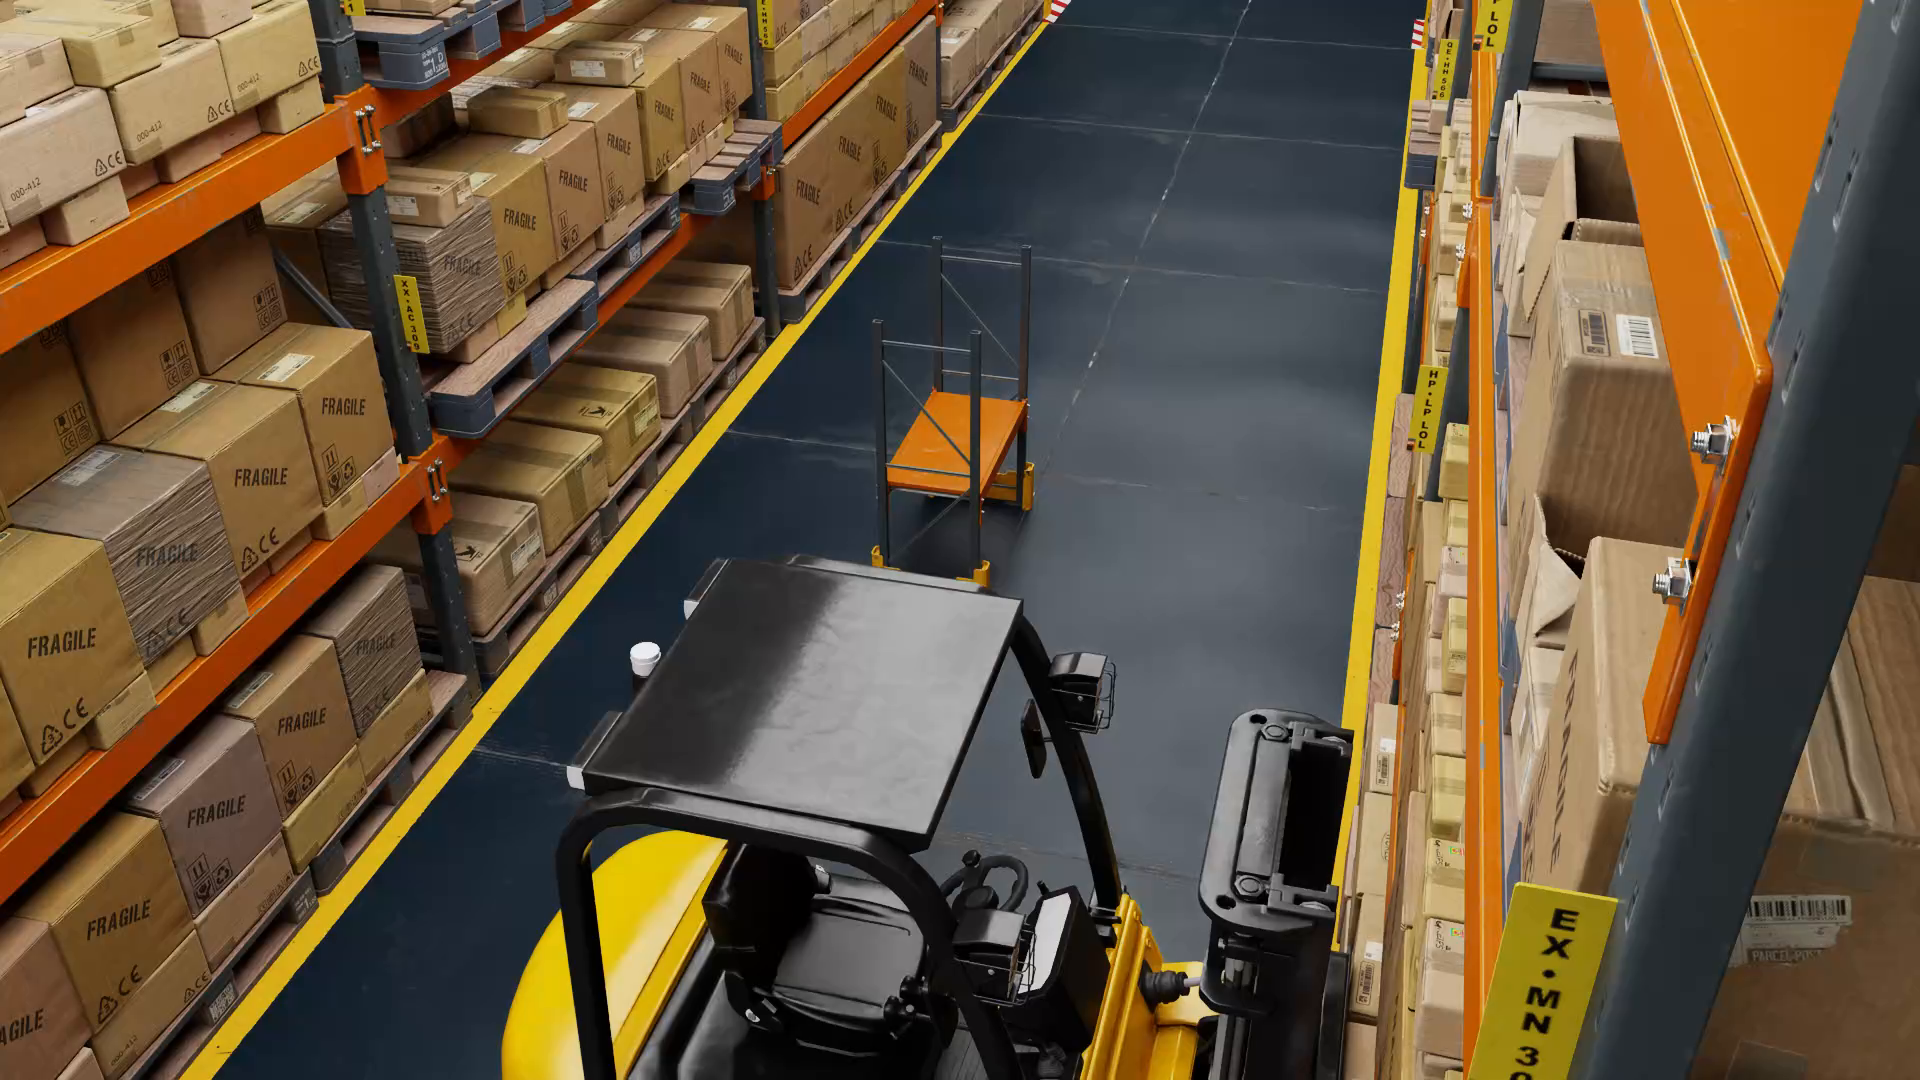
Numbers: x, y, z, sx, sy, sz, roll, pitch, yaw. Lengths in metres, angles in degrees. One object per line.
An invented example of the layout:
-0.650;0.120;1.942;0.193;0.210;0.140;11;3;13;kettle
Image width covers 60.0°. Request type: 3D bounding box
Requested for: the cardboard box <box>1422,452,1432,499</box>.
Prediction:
1.993;-0.354;6.185;0.500;0.250;0.500;7;33;11;cardboard box

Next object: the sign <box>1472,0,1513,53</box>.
1.588;-1.603;4.904;0.100;0.325;0.005;8;33;12;sign

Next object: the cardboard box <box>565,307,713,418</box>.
-2.004;-1.059;9.678;0.950;0.372;0.625;7;33;11;cardboard box

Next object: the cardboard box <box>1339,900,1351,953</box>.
1.559;1.538;5.707;0.500;0.250;0.500;7;33;11;cardboard box

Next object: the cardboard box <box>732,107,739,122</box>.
-1.527;-2.536;9.785;0.380;0.149;0.250;9;34;14;cardboard box

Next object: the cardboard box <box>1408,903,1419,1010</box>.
1.219;0.956;3.753;0.380;0.149;0.250;8;33;13;cardboard box

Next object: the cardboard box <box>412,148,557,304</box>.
-2.164;-1.400;7.394;0.500;0.500;0.500;8;33;13;cardboard box

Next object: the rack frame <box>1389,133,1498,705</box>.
2.116;0.083;5.823;1.000;3.000;0.127;8;33;12;rack frame

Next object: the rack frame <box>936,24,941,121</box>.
-0.656;-4.742;13.414;1.000;3.000;0.127;8;33;12;rack frame

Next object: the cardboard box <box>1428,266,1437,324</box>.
2.525;-1.204;7.987;0.500;0.250;0.500;7;33;11;cardboard box

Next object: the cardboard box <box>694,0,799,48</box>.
-1.310;-3.353;10.204;0.500;0.500;0.500;7;33;11;cardboard box

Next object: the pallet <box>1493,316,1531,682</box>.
1.613;-0.068;3.348;1.003;0.211;1.213;8;33;12;pallet

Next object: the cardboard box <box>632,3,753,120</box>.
-1.518;-2.738;9.499;0.500;0.500;0.500;7;33;11;cardboard box

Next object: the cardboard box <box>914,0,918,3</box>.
-0.526;-4.412;13.034;0.500;0.250;0.500;7;33;11;cardboard box

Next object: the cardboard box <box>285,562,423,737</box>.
-2.577;0.419;6.767;0.500;0.500;0.500;8;33;12;cardboard box

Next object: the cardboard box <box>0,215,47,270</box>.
-2.894;-0.890;4.793;0.380;0.149;0.250;9;33;13;cardboard box

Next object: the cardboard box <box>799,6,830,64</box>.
-1.172;-3.312;10.837;0.500;0.250;0.500;9;33;14;cardboard box

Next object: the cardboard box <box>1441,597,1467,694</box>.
1.508;0.306;4.497;0.380;0.149;0.250;8;33;12;cardboard box

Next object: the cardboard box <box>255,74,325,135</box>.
-2.471;-1.545;5.823;0.380;0.149;0.250;8;33;13;cardboard box

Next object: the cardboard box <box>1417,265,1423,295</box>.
3.297;-1.894;10.872;0.500;0.500;0.500;9;34;14;cardboard box

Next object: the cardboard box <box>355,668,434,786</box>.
-2.577;0.736;6.968;0.500;0.250;0.500;10;34;15;cardboard box

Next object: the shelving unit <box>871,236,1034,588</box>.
-0.019;-0.593;8.285;0.587;1.500;1.083;8;33;12;shelving unit

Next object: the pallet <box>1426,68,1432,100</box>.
4.629;-3.883;14.661;1.003;0.211;1.213;8;33;12;pallet

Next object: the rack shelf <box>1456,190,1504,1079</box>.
1.608;0.159;3.579;1.077;0.370;4.000;8;33;12;rack shelf

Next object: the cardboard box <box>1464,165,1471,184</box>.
2.569;-1.636;7.830;0.380;0.149;0.250;8;33;13;cardboard box

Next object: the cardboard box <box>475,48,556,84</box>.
-2.263;-2.262;8.750;0.500;0.500;0.500;9;33;13;cardboard box

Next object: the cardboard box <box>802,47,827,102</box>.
-1.191;-3.092;10.957;0.500;0.250;0.500;7;33;11;cardboard box

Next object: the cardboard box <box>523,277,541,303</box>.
-2.171;-1.192;7.671;0.380;0.149;0.250;10;34;15;cardboard box

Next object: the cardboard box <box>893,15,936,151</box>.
-0.736;-3.690;13.348;0.875;0.875;0.875;9;34;14;cardboard box

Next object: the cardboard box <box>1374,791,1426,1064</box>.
1.359;1.029;4.242;0.500;0.500;0.500;8;33;13;cardboard box

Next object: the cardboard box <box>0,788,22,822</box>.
-3.068;0.774;4.971;0.380;0.149;0.250;9;34;14;cardboard box

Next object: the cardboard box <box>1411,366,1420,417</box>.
2.959;-0.846;9.107;0.875;0.625;0.625;9;34;14;cardboard box

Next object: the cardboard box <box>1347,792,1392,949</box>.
1.550;1.117;5.437;0.500;0.250;0.500;8;33;12;cardboard box

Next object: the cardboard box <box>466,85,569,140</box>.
-2.049;-1.983;7.707;0.380;0.149;0.250;10;34;15;cardboard box

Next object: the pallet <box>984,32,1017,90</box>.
-0.080;-4.584;15.765;1.003;0.211;1.213;8;33;12;pallet

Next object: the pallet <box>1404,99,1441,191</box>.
3.235;-2.273;9.708;1.213;0.211;1.003;8;33;12;pallet

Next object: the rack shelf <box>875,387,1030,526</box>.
-0.022;-0.437;8.374;0.538;0.185;1.000;8;33;12;rack shelf

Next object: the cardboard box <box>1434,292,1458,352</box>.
2.087;-0.851;6.595;0.380;0.149;0.250;7;33;11;cardboard box

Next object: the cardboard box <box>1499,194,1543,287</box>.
1.513;-0.706;4.018;0.380;0.149;0.250;9;34;14;cardboard box

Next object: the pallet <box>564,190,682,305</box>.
-2.134;-1.553;8.575;1.003;0.211;1.213;8;33;12;pallet

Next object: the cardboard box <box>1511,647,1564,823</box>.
1.017;0.308;2.423;0.380;0.149;0.250;7;33;11;cardboard box

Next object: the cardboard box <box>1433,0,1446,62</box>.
3.476;-3.391;10.804;0.700;0.500;0.500;8;33;12;cardboard box

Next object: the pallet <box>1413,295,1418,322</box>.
3.357;-1.198;10.438;1.003;0.211;1.213;8;33;12;pallet

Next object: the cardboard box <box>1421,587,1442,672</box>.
1.543;0.288;4.803;0.380;0.149;0.250;9;33;13;cardboard box

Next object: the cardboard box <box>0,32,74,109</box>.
-2.805;-1.350;4.773;0.380;0.149;0.250;7;33;11;cardboard box

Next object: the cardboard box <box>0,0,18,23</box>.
-3.196;-1.693;5.313;0.380;0.149;0.250;7;33;11;cardboard box

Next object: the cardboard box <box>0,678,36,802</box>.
-3.057;0.575;4.679;0.500;0.500;0.500;7;33;11;cardboard box

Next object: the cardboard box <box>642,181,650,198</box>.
-1.859;-1.862;8.726;0.380;0.149;0.250;8;33;13;cardboard box

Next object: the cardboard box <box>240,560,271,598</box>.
-2.748;0.106;6.022;0.380;0.149;0.250;8;33;12;cardboard box

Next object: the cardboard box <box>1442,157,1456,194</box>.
2.654;-1.684;8.276;0.500;0.250;0.500;9;34;14;cardboard box

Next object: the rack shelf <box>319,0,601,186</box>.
-2.179;-2.591;7.904;1.077;0.370;4.000;8;33;12;rack shelf

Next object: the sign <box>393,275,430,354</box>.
-2.160;-0.886;6.541;0.100;0.325;0.005;8;33;12;sign
